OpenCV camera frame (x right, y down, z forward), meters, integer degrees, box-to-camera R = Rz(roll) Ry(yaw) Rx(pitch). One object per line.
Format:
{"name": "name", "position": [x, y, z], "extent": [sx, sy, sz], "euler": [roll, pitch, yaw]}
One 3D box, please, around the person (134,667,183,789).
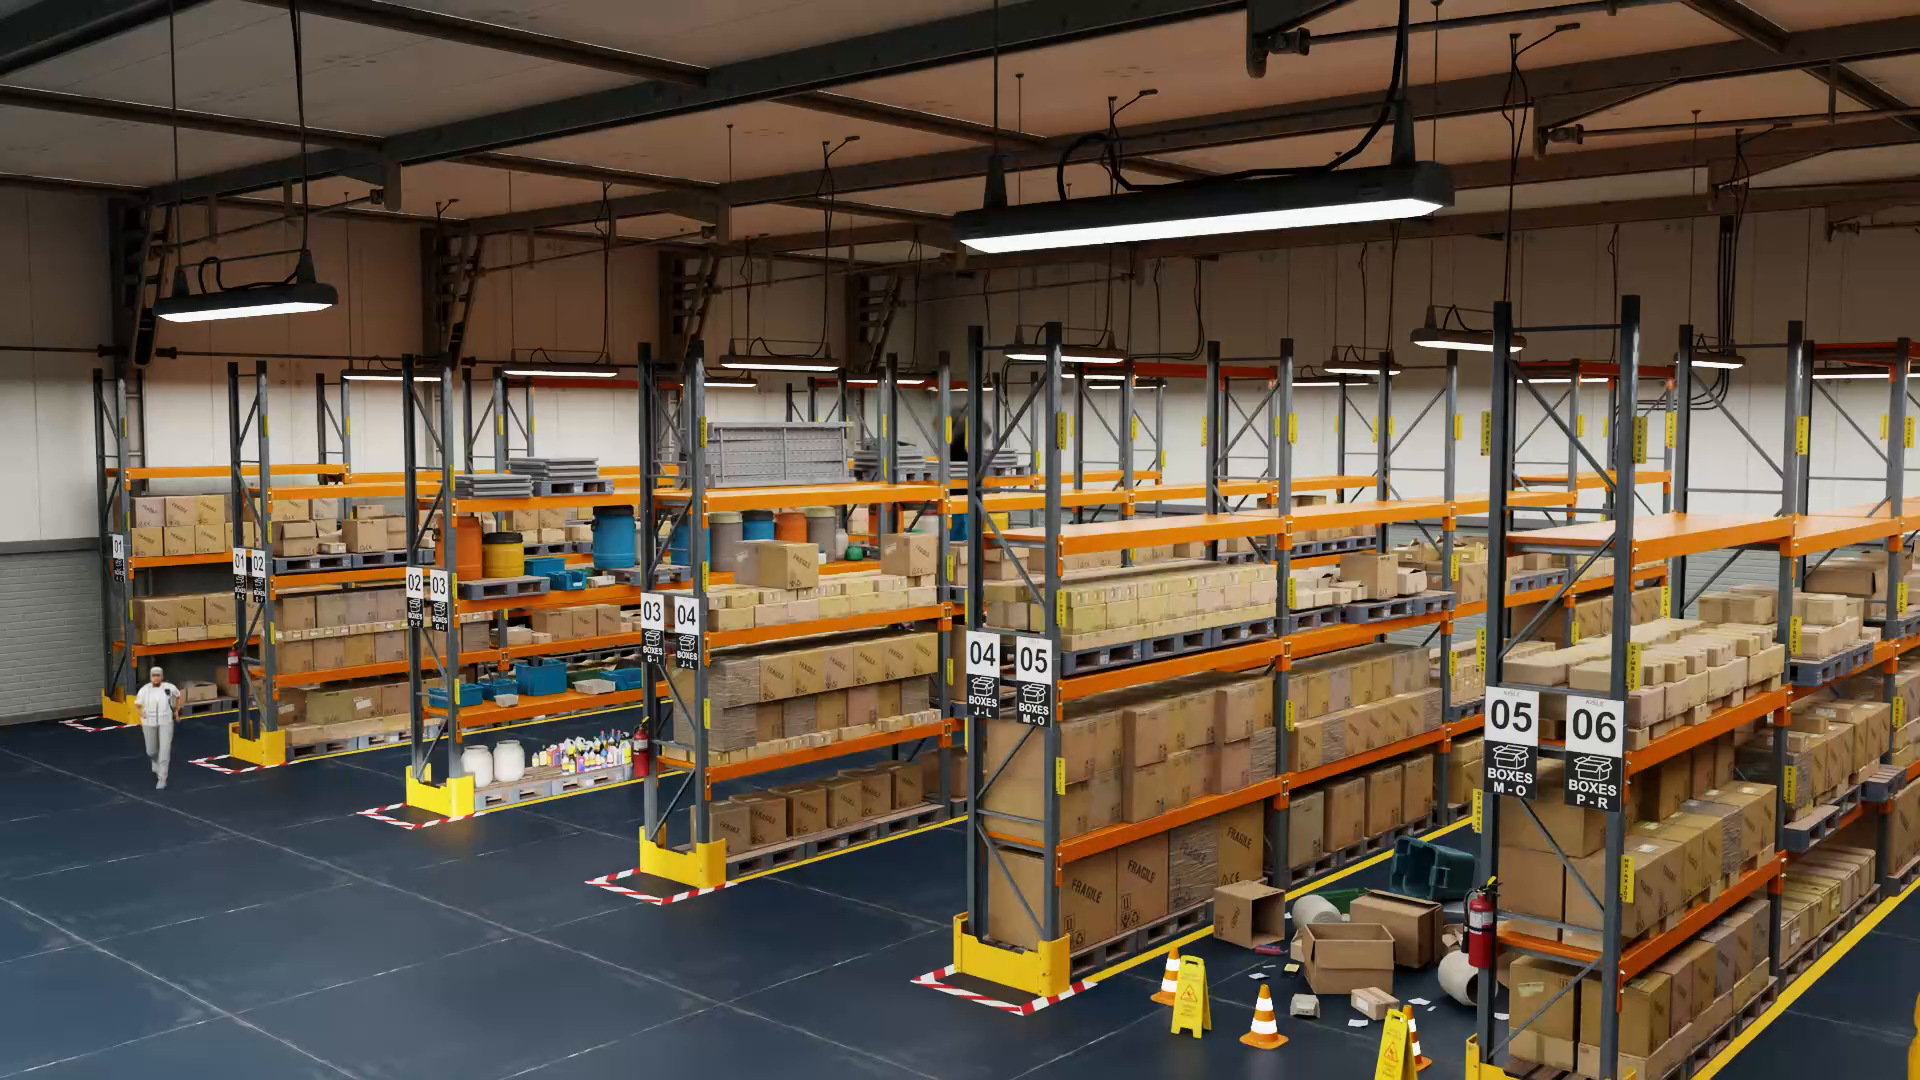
{"name": "person", "position": [-11.331, 2.622, 23.521], "extent": [0.622, 1.683, 0.875], "euler": [-2, 5, -22]}
